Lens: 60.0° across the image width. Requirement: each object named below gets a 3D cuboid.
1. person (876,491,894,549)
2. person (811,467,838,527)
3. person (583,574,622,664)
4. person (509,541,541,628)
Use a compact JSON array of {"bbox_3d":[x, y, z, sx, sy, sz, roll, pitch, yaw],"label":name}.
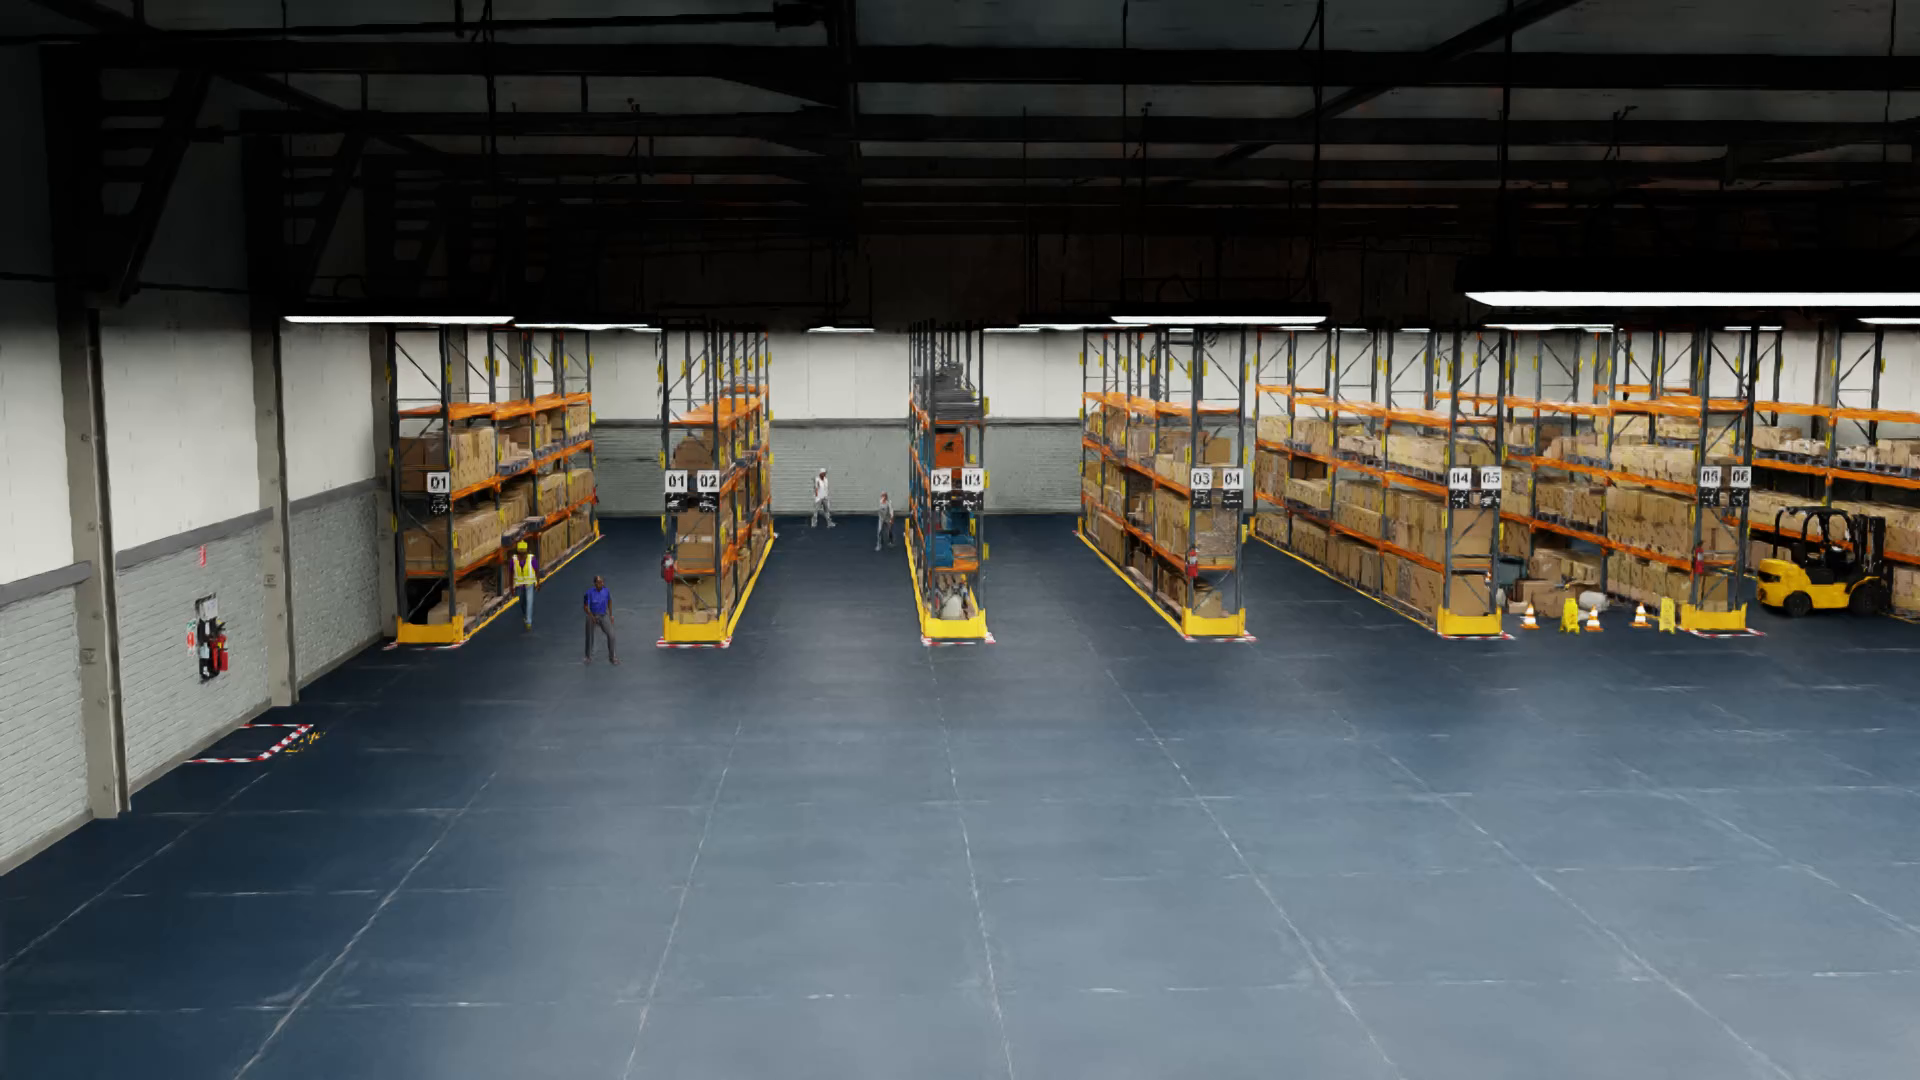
[{"bbox_3d":[-1.981,-0.552,44.528,0.433,1.542,0.847,2,7,13],"label":"person"},{"bbox_3d":[-4.075,-1.272,49.385,0.575,1.775,0.738,5,9,34],"label":"person"},{"bbox_3d":[-6.265,1.371,28.896,0.608,1.582,0.764,-3,8,-24],"label":"person"},{"bbox_3d":[-8.562,0.851,32.619,0.577,1.691,1.121,0,7,-1],"label":"person"}]
